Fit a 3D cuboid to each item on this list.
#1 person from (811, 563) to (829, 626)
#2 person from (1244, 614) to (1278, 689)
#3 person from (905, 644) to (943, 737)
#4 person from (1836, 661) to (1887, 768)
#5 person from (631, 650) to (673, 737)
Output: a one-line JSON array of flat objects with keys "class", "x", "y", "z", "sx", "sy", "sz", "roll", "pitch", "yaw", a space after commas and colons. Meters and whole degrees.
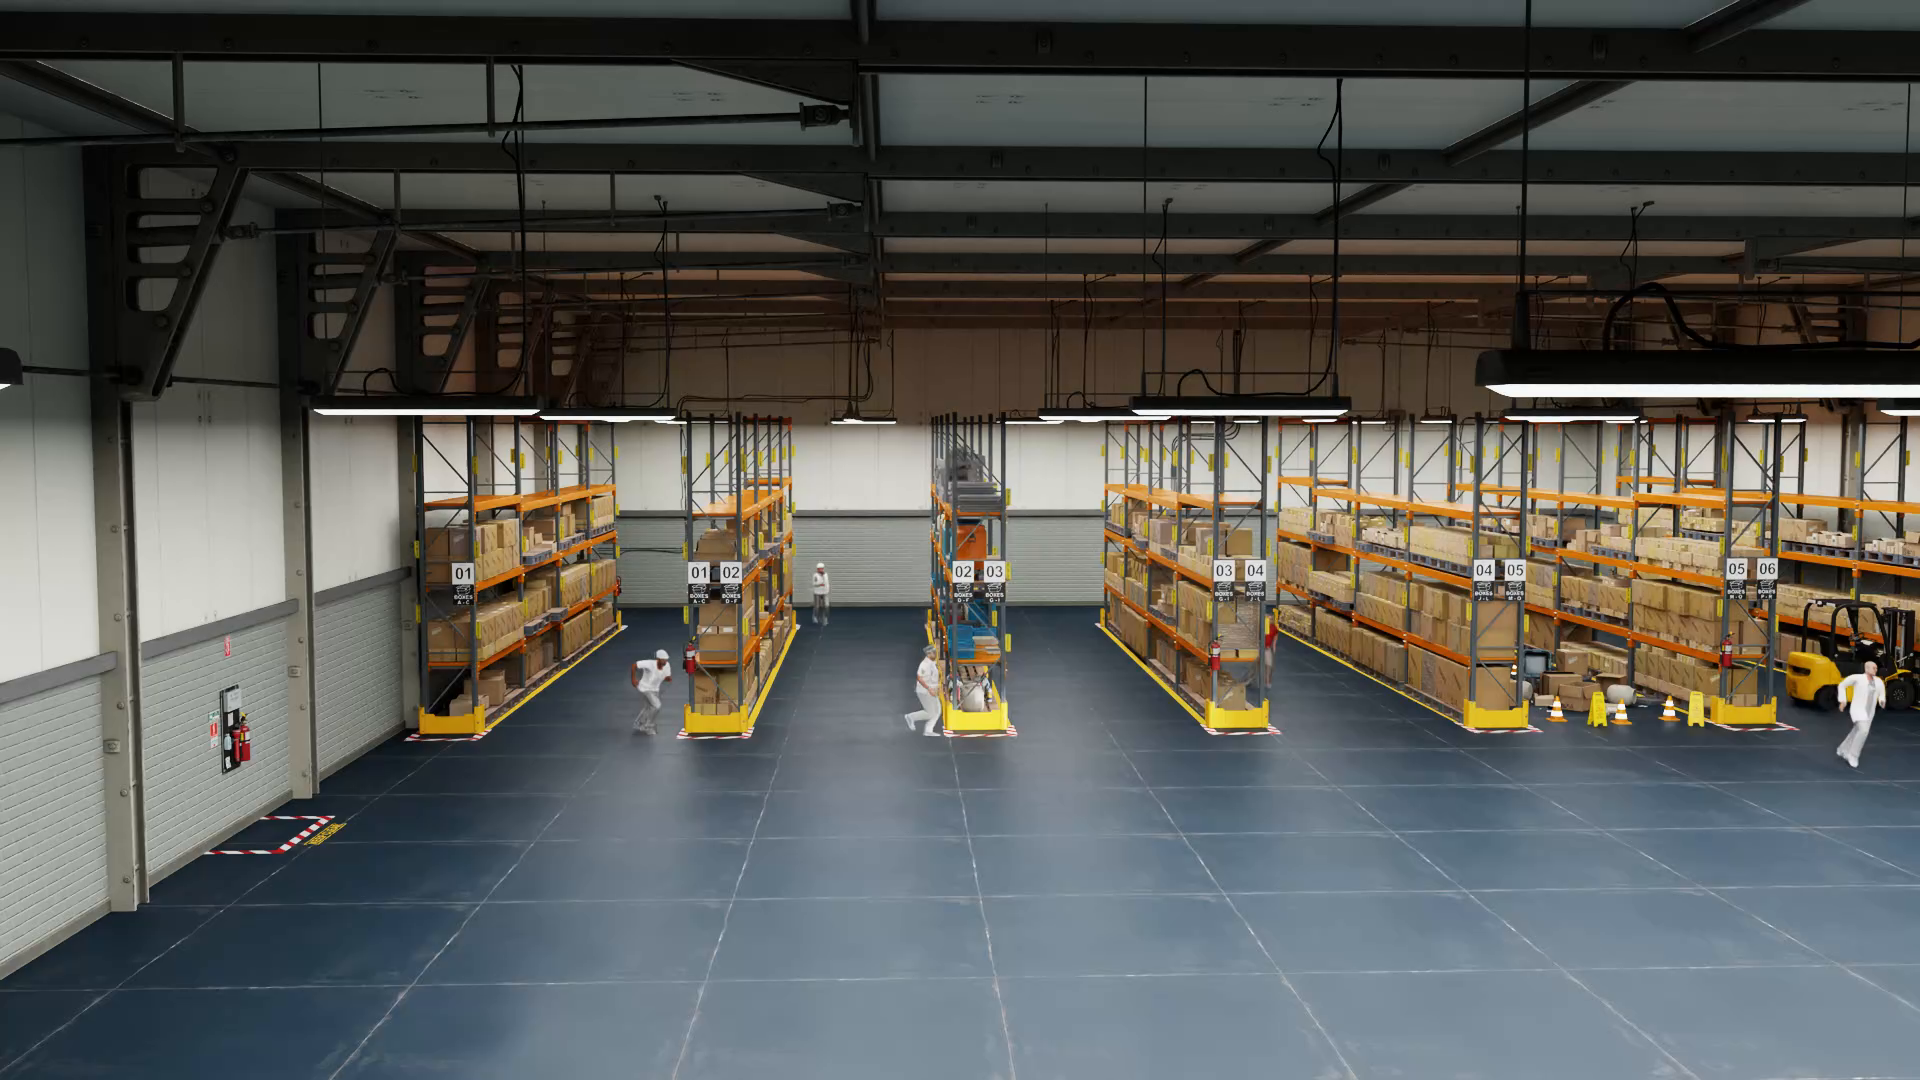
[{"class": "person", "x": -4.019, "y": 1.573, "z": 47.994, "sx": 0.623, "sy": 1.832, "sz": 0.850, "roll": -2, "pitch": 4, "yaw": -25}, {"class": "person", "x": 6.636, "y": 2.439, "z": 36.560, "sx": 0.734, "sy": 1.671, "sz": 0.869, "roll": 0, "pitch": 4, "yaw": 2}, {"class": "person", "x": -0.666, "y": 2.777, "z": 30.714, "sx": 0.648, "sy": 1.726, "sz": 0.649, "roll": 1, "pitch": 4, "yaw": 17}, {"class": "person", "x": 15.236, "y": 2.916, "z": 28.121, "sx": 0.755, "sy": 1.747, "sz": 0.896, "roll": -1, "pitch": 4, "yaw": -9}, {"class": "person", "x": -5.739, "y": 2.831, "z": 30.768, "sx": 0.968, "sy": 1.656, "sz": 0.743, "roll": 3, "pitch": 5, "yaw": 38}]
